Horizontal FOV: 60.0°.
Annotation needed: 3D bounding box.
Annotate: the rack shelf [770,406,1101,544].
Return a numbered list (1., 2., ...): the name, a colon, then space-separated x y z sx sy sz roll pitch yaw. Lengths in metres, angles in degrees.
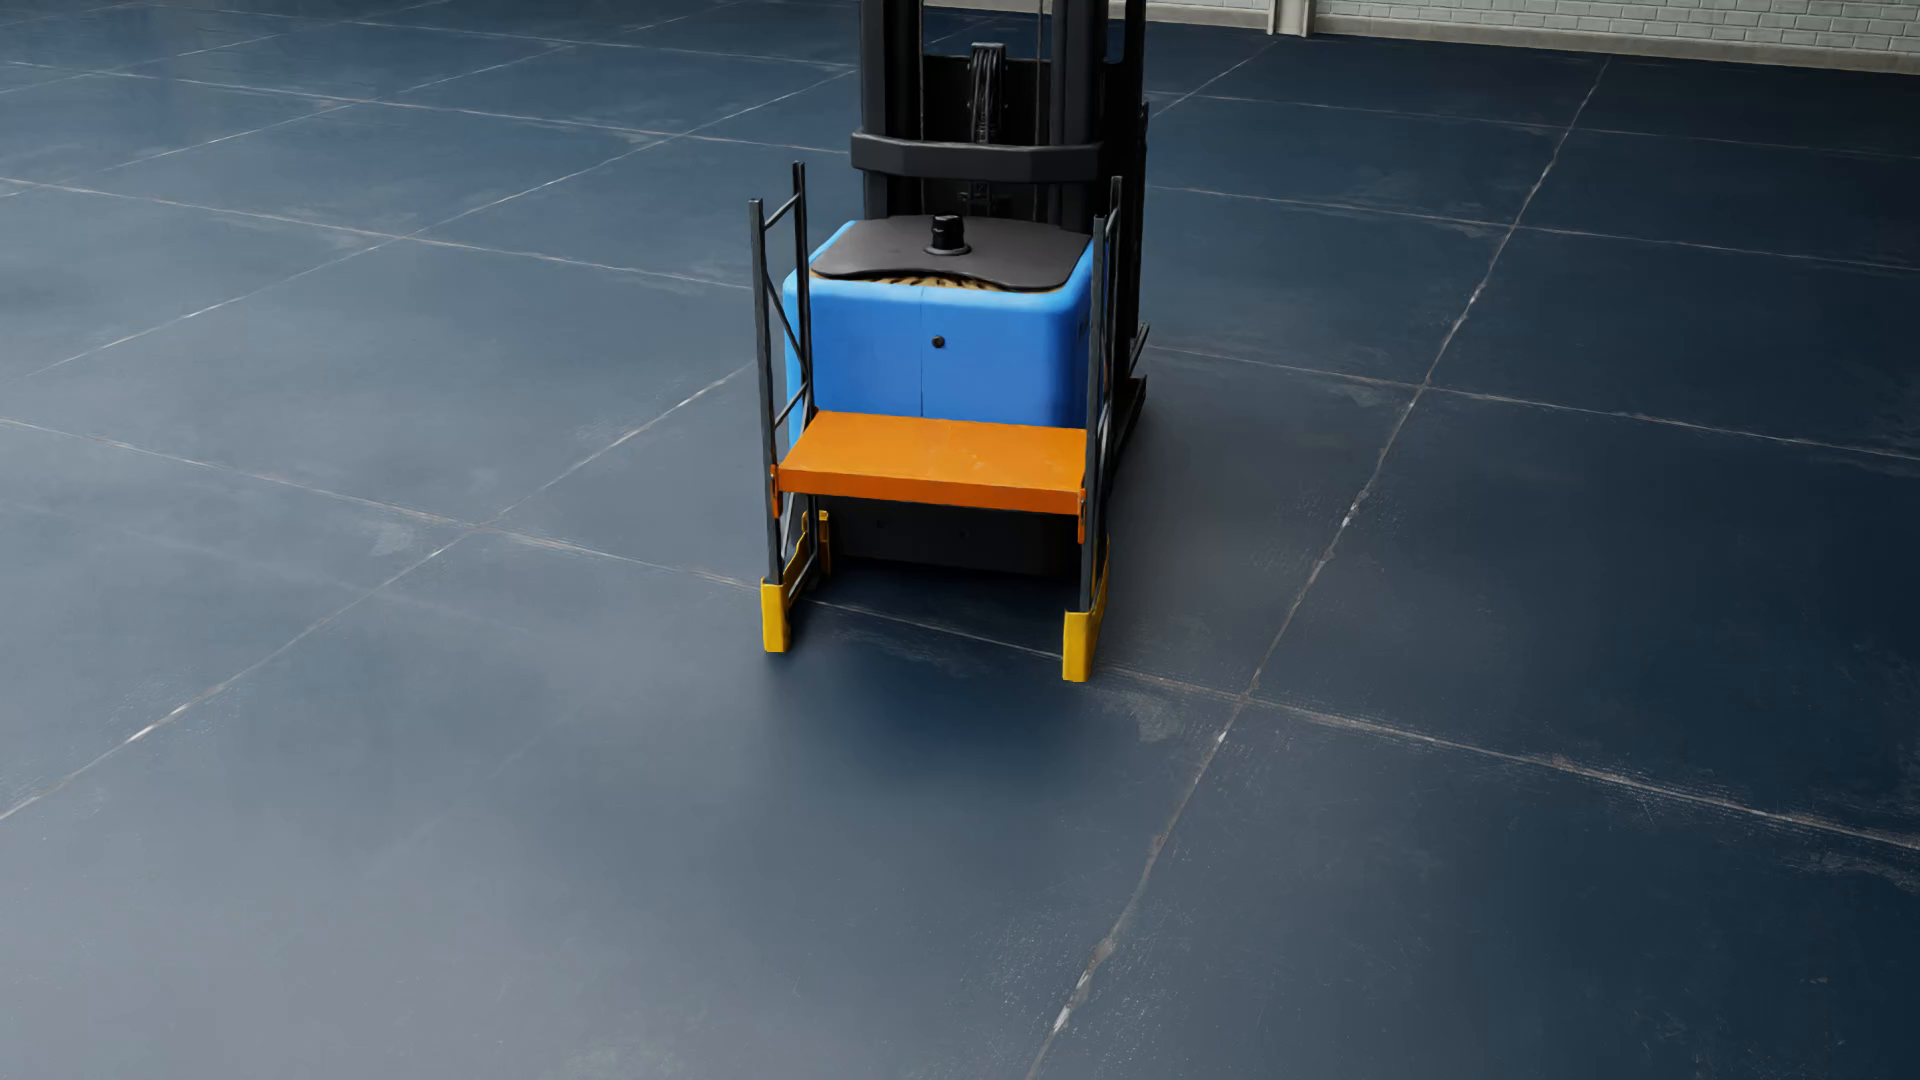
1. rack shelf: -0.059 -0.224 5.413 1.000 0.185 0.538 5 27 10

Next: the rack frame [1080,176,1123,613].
1. rack frame: 0.440 -0.343 5.248 0.032 1.500 0.500 5 27 10

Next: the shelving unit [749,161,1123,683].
1. shelving unit: -0.068 -0.386 5.335 1.083 1.500 0.587 5 27 10

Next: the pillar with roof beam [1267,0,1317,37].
1. pillar with roof beam: 1.481 -7.310 10.910 0.400 9.000 9.100 11 28 22

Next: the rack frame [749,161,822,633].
1. rack frame: -0.558 -0.427 5.419 0.032 1.500 0.500 5 27 10

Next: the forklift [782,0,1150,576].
1. forklift: 0.211 -1.817 6.622 1.130 2.935 3.031 6 27 12

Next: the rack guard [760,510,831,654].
1. rack guard: -0.557 0.134 5.695 0.087 0.250 0.587 5 27 10

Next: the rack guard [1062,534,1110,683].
1. rack guard: 0.421 0.216 5.527 0.087 0.250 0.587 5 27 10
